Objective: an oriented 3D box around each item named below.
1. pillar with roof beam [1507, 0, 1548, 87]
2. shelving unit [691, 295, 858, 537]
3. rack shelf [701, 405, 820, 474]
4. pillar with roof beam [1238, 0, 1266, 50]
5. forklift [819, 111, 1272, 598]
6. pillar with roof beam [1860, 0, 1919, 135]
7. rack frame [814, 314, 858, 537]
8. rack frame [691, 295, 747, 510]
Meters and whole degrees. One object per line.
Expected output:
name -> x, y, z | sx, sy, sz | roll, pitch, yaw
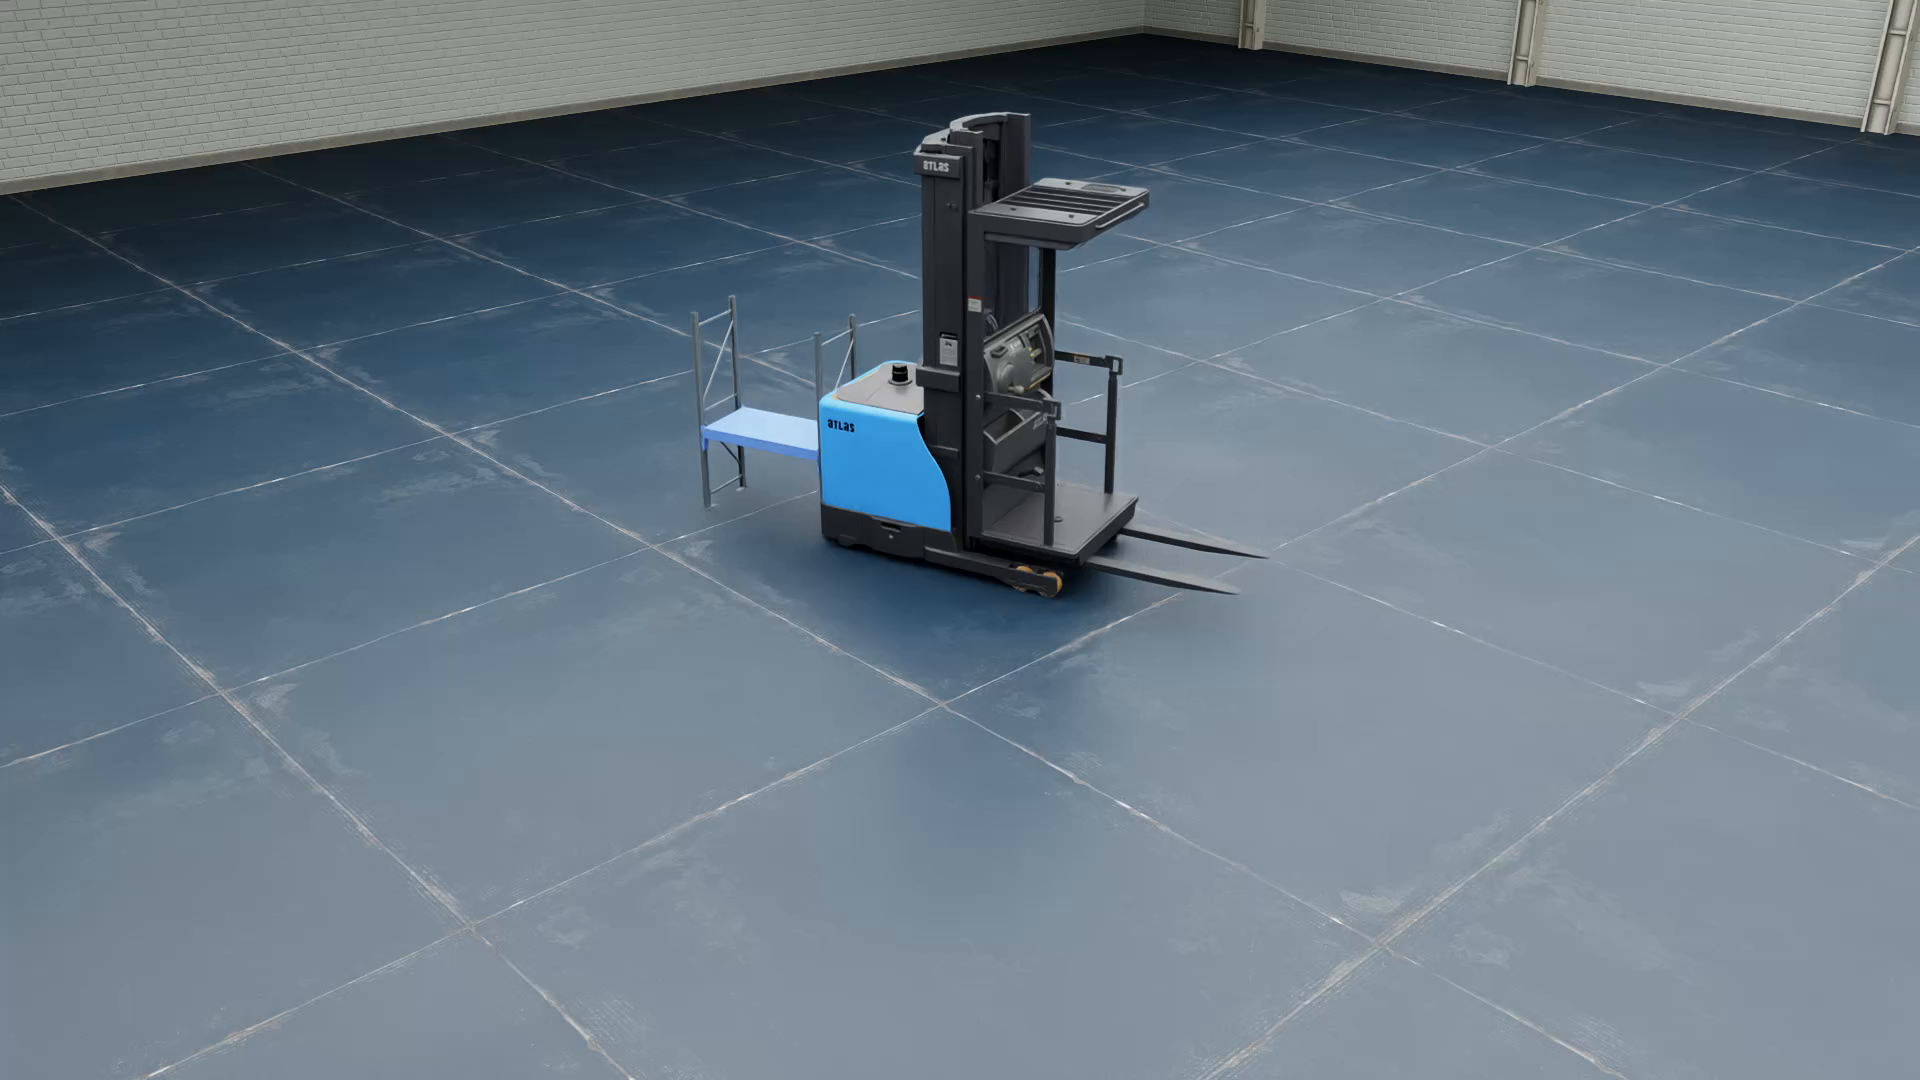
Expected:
pillar with roof beam -> 6.794, -10.935, 24.877 | 9.100, 9.000, 0.400 | -21, 32, -38
shelving unit -> -1.303, -0.896, 11.908 | 1.048, 1.500, 0.538 | 12, 27, 25
rack shelf -> -1.303, -0.733, 11.983 | 1.000, 0.185, 0.538 | 12, 27, 25
pillar with roof beam -> 2.693, -12.753, 28.862 | 9.100, 9.000, 0.400 | -21, 32, -38
forklift -> 0.572, -1.208, 10.866 | 3.031, 2.935, 1.130 | 12, 27, 25
pillar with roof beam -> 10.895, -9.117, 20.893 | 9.100, 9.000, 0.400 | -21, 32, -38
rack frame -> -0.854, -0.798, 11.691 | 0.032, 1.500, 0.500 | 12, 27, 25
rack frame -> -1.752, -0.995, 12.125 | 0.032, 1.500, 0.500 | 12, 27, 25
